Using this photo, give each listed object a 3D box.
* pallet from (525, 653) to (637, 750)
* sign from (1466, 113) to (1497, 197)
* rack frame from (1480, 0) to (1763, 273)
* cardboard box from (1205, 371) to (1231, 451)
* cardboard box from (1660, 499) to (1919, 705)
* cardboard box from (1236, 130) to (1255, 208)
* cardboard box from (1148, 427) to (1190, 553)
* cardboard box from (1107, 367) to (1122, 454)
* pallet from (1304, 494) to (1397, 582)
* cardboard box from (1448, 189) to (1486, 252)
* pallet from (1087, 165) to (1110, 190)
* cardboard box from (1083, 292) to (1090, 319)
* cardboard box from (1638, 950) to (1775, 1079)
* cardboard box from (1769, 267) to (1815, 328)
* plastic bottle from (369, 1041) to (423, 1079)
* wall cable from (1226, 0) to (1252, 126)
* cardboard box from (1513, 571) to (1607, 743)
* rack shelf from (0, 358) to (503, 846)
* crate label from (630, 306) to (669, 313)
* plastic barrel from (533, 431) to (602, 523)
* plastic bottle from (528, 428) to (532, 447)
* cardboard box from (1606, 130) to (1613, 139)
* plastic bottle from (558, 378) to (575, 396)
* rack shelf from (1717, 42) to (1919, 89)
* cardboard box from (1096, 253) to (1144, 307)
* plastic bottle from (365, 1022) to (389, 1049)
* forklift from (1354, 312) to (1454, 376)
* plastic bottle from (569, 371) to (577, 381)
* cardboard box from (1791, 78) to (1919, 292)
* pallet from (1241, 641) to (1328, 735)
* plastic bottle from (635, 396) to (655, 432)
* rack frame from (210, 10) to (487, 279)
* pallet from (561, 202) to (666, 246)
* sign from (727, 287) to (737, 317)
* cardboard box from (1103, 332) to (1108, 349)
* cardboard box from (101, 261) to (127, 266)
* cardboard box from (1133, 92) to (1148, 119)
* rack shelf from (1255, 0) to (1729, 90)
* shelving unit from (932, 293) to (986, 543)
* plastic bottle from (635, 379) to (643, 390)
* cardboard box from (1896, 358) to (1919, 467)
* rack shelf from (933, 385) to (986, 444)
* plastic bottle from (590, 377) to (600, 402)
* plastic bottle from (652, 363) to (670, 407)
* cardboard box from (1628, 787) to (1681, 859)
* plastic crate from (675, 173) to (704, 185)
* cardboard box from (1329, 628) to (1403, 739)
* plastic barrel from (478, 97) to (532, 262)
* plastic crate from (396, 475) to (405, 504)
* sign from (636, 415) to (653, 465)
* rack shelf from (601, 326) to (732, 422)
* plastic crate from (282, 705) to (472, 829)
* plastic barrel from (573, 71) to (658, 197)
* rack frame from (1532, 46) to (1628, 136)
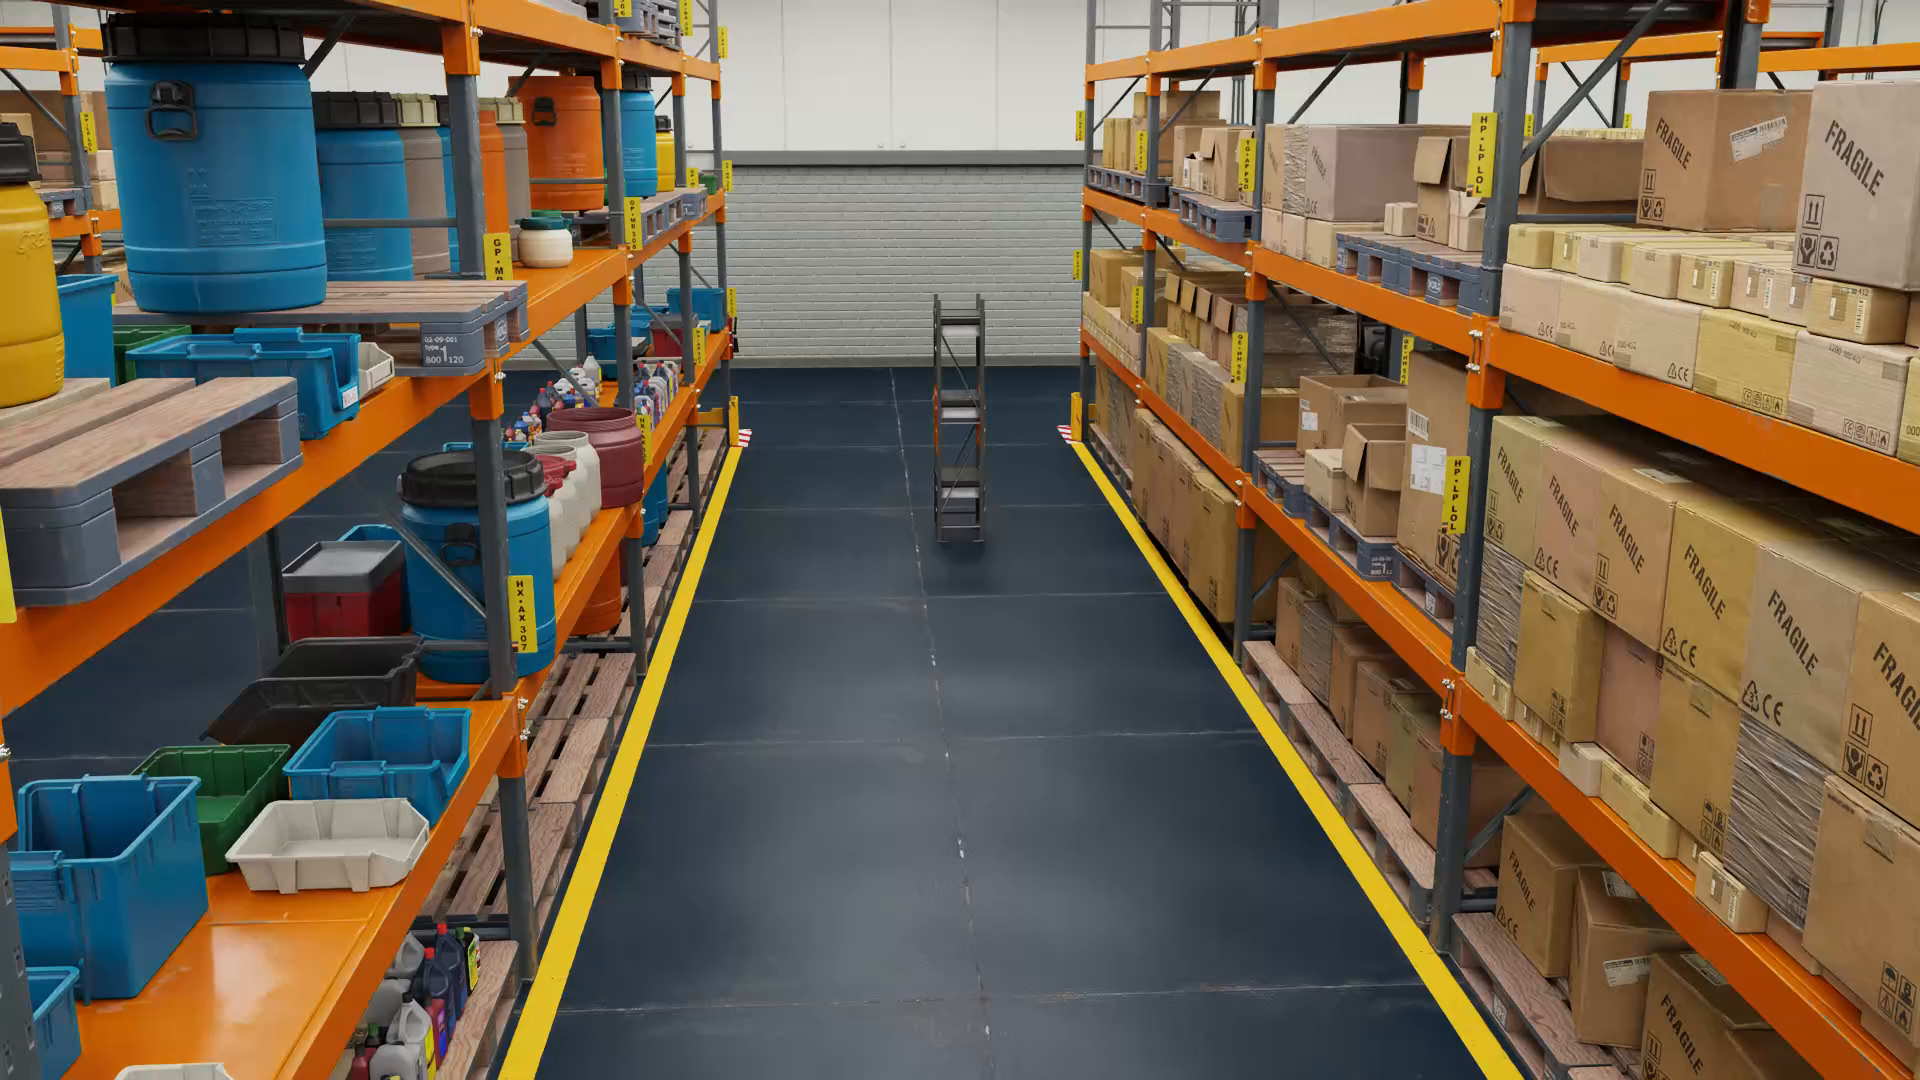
[{"bbox_3d":[-2.571,0.991,10.249,1.003,0.211,1.213,-1,14,-3],"label":"pallet"},{"bbox_3d":[2.058,-1.518,6.560,0.100,0.325,0.005,-1,14,-3],"label":"sign"},{"bbox_3d":[2.611,-2.539,6.336,1.000,3.000,0.127,-1,14,-3],"label":"rack frame"},{"bbox_3d":[2.061,-0.920,11.882,0.500,0.500,0.500,-1,14,-4],"label":"cardboard box"},{"bbox_3d":[2.490,0.178,5.010,0.500,0.500,0.500,-1,14,-3],"label":"cardboard box"},{"bbox_3d":[2.254,-2.485,11.097,0.797,0.503,0.637,0,14,0],"label":"cardboard box"},{"bbox_3d":[2.232,-0.417,13.548,1.225,0.875,0.875,-1,14,-5],"label":"cardboard box"},{"bbox_3d":[2.044,-1.408,17.402,0.875,0.875,0.875,-1,14,-3],"label":"cardboard box"},{"bbox_3d":[2.527,-0.044,9.063,1.003,0.211,1.213,-1,14,-3],"label":"pallet"},{"bbox_3d":[2.453,-1.457,7.577,0.396,0.266,0.258,0,14,-1],"label":"cardboard box"},{"bbox_3d":[1.924,-3.844,17.604,1.003,0.211,1.213,-1,14,-3],"label":"pallet"},{"bbox_3d":[1.628,-2.566,18.184,0.500,0.250,0.500,-1,14,-5],"label":"cardboard box"},{"bbox_3d":[2.756,1.769,5.805,0.500,0.500,0.500,-2,15,-8],"label":"cardboard box"},{"bbox_3d":[2.487,-0.669,4.588,0.380,0.149,0.250,-2,15,-6],"label":"cardboard box"},{"bbox_3d":[-1.967,1.873,5.811,0.152,0.276,0.135,-1,14,-2],"label":"plastic bottle"},{"bbox_3d":[4.958,-8.541,23.207,2.277,5.999,0.120,-1,14,-3],"label":"wall cable"},{"bbox_3d":[2.573,0.411,6.110,0.875,0.500,0.500,-1,14,-3],"label":"cardboard box"},{"bbox_3d":[-2.208,-0.164,4.569,1.077,0.370,4.000,-1,14,-3],"label":"rack shelf"},{"bbox_3d":[-3.389,-2.423,18.141,0.416,0.233,0.303,-1,14,-3],"label":"crate label"},{"bbox_3d":[-2.303,-0.354,9.658,0.421,0.512,0.421,0,14,0],"label":"plastic barrel"},{"bbox_3d":[-3.052,-0.709,11.661,0.097,0.201,0.097,0,14,0],"label":"plastic bottle"},{"bbox_3d":[6.684,-4.014,16.586,0.380,0.149,0.250,0,14,-2],"label":"cardboard box"},{"bbox_3d":[-3.122,-1.136,13.170,0.152,0.276,0.135,-1,14,-3],"label":"plastic bottle"},{"bbox_3d":[7.196,-3.541,12.475,1.077,0.370,4.000,-1,14,-3],"label":"rack shelf"},{"bbox_3d":[1.697,-2.676,17.107,0.500,0.500,0.500,-1,14,-5],"label":"cardboard box"},{"bbox_3d":[-2.073,1.837,5.936,0.061,0.283,0.133,-1,14,-3],"label":"plastic bottle"},{"bbox_3d":[4.423,-1.909,16.064,1.130,2.935,3.031,-1,14,-4],"label":"forklift"},{"bbox_3d":[-3.177,-1.243,13.598,0.097,0.271,0.097,0,14,0],"label":"plastic bottle"},{"bbox_3d":[2.511,-0.908,4.215,0.500,0.500,0.500,-1,14,-3],"label":"cardboard box"},{"bbox_3d":[2.410,0.916,10.542,1.003,0.211,1.213,-1,14,-3],"label":"pallet"},{"bbox_3d":[-2.370,-0.950,12.447,0.152,0.276,0.135,-1,14,-3],"label":"plastic bottle"},{"bbox_3d":[-2.332,-2.463,6.039,1.000,3.000,0.127,-1,14,-3],"label":"rack frame"},{"bbox_3d":[-2.530,-2.105,11.048,1.003,0.211,1.213,-1,14,-3],"label":"pallet"},{"bbox_3d":[-2.528,-2.633,18.414,0.100,0.325,0.005,-1,14,-3],"label":"sign"},{"bbox_3d":[1.657,-2.021,16.865,0.380,0.149,0.250,-1,14,-5],"label":"cardboard box"},{"bbox_3d":[-7.553,-2.254,15.060,0.500,0.500,0.500,-1,14,-5],"label":"cardboard box"},{"bbox_3d":[1.983,-4.232,16.185,0.500,0.250,0.500,-1,14,-5],"label":"cardboard box"},{"bbox_3d":[2.487,-2.495,8.409,1.077,0.370,4.000,-1,14,-3],"label":"rack shelf"},{"bbox_3d":[-0.010,-1.058,14.425,0.431,2.100,0.503,-1,14,-3],"label":"shelving unit"},{"bbox_3d":[-2.542,-1.135,13.178,0.097,0.271,0.097,0,14,0],"label":"plastic bottle"},{"bbox_3d":[2.542,-0.259,3.796,0.500,0.250,0.500,-1,14,-3],"label":"cardboard box"},{"bbox_3d":[-0.010,-1.045,14.428,0.431,0.518,0.480,-1,14,-3],"label":"rack shelf"},{"bbox_3d":[-3.033,-1.245,13.746,0.097,0.201,0.097,0,14,0],"label":"plastic bottle"},{"bbox_3d":[-2.433,-1.254,13.478,0.144,0.351,0.185,-1,14,-3],"label":"plastic bottle"},{"bbox_3d":[2.431,0.919,5.440,0.380,0.149,0.250,-1,14,-3],"label":"cardboard box"},{"bbox_3d":[-2.631,-3.250,15.379,0.497,0.269,0.590,-1,14,-3],"label":"plastic crate"},{"bbox_3d":[2.514,0.814,9.477,0.700,0.500,0.500,0,14,1],"label":"cardboard box"},{"bbox_3d":[-2.746,-2.040,9.410,0.600,0.901,0.600,0,14,0],"label":"plastic barrel"},{"bbox_3d":[-2.785,-0.177,9.065,0.402,0.464,0.583,-1,14,-3],"label":"plastic crate"},{"bbox_3d":[-2.031,-0.642,10.672,0.100,0.325,0.005,-1,14,-3],"label":"sign"},{"bbox_3d":[-2.952,-1.696,16.542,1.077,0.370,4.000,-1,14,-3],"label":"rack shelf"},{"bbox_3d":[-1.993,0.786,5.752,0.499,0.251,0.616,-1,14,-3],"label":"plastic crate"},{"bbox_3d":[-2.569,-3.024,12.390,0.600,0.901,0.708,-1,14,-3],"label":"plastic barrel"},{"bbox_3d":[6.825,-5.575,18.135,1.000,3.000,0.127,-1,14,-3],"label":"rack frame"}]
